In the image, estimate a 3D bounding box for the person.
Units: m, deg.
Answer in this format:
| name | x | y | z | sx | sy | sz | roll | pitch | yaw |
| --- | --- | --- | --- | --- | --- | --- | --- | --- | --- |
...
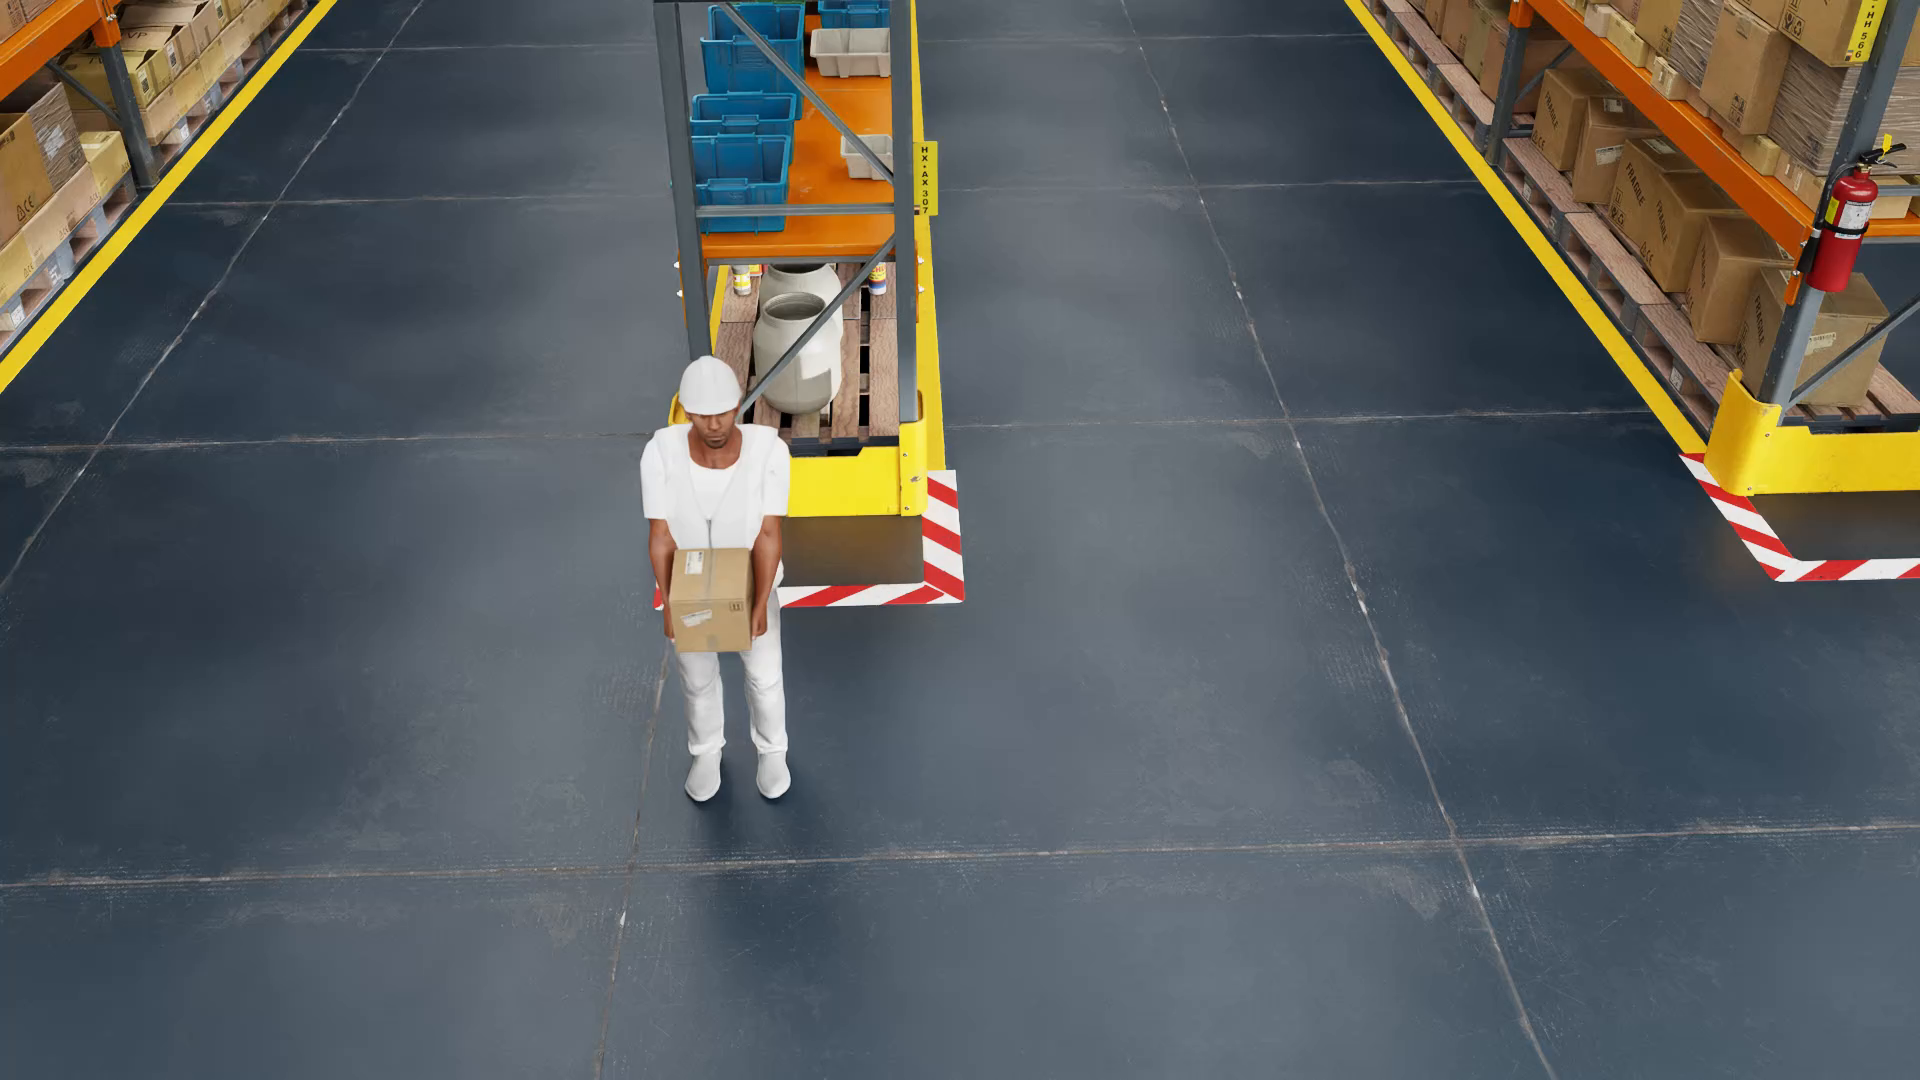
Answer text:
| name | x | y | z | sx | sy | sz | roll | pitch | yaw |
| --- | --- | --- | --- | --- | --- | --- | --- | --- | --- |
| person | -0.825 | 0.214 | 5.821 | 0.505 | 1.763 | 0.559 | -2 | 35 | -2 |
